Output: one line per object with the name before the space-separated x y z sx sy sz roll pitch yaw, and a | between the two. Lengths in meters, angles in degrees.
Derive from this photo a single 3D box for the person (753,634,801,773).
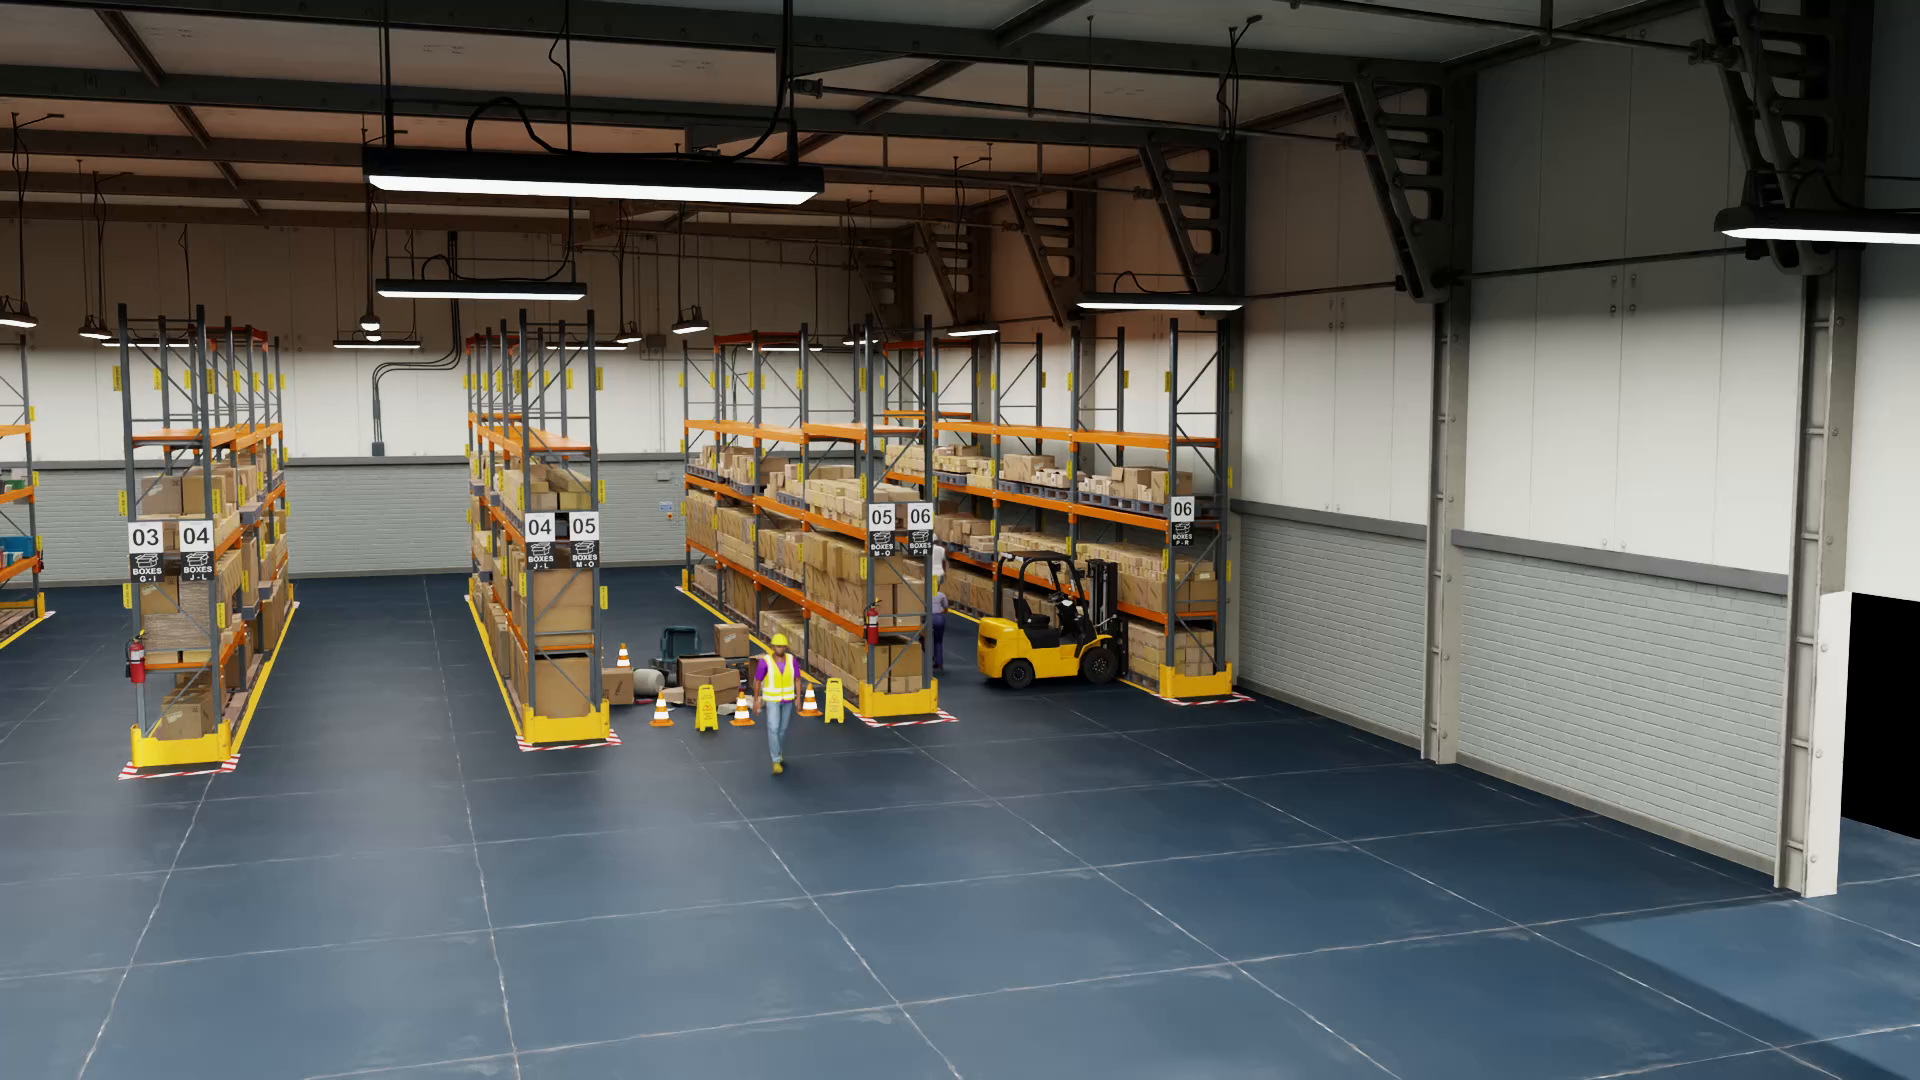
person | -2.334 2.078 21.553 0.610 1.722 0.924 -3 6 -28

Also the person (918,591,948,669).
person | -0.491 1.468 29.306 0.604 1.538 0.717 -2 6 -17

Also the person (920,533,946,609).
person | -0.547 0.697 34.207 0.606 1.687 0.642 -4 7 -35
